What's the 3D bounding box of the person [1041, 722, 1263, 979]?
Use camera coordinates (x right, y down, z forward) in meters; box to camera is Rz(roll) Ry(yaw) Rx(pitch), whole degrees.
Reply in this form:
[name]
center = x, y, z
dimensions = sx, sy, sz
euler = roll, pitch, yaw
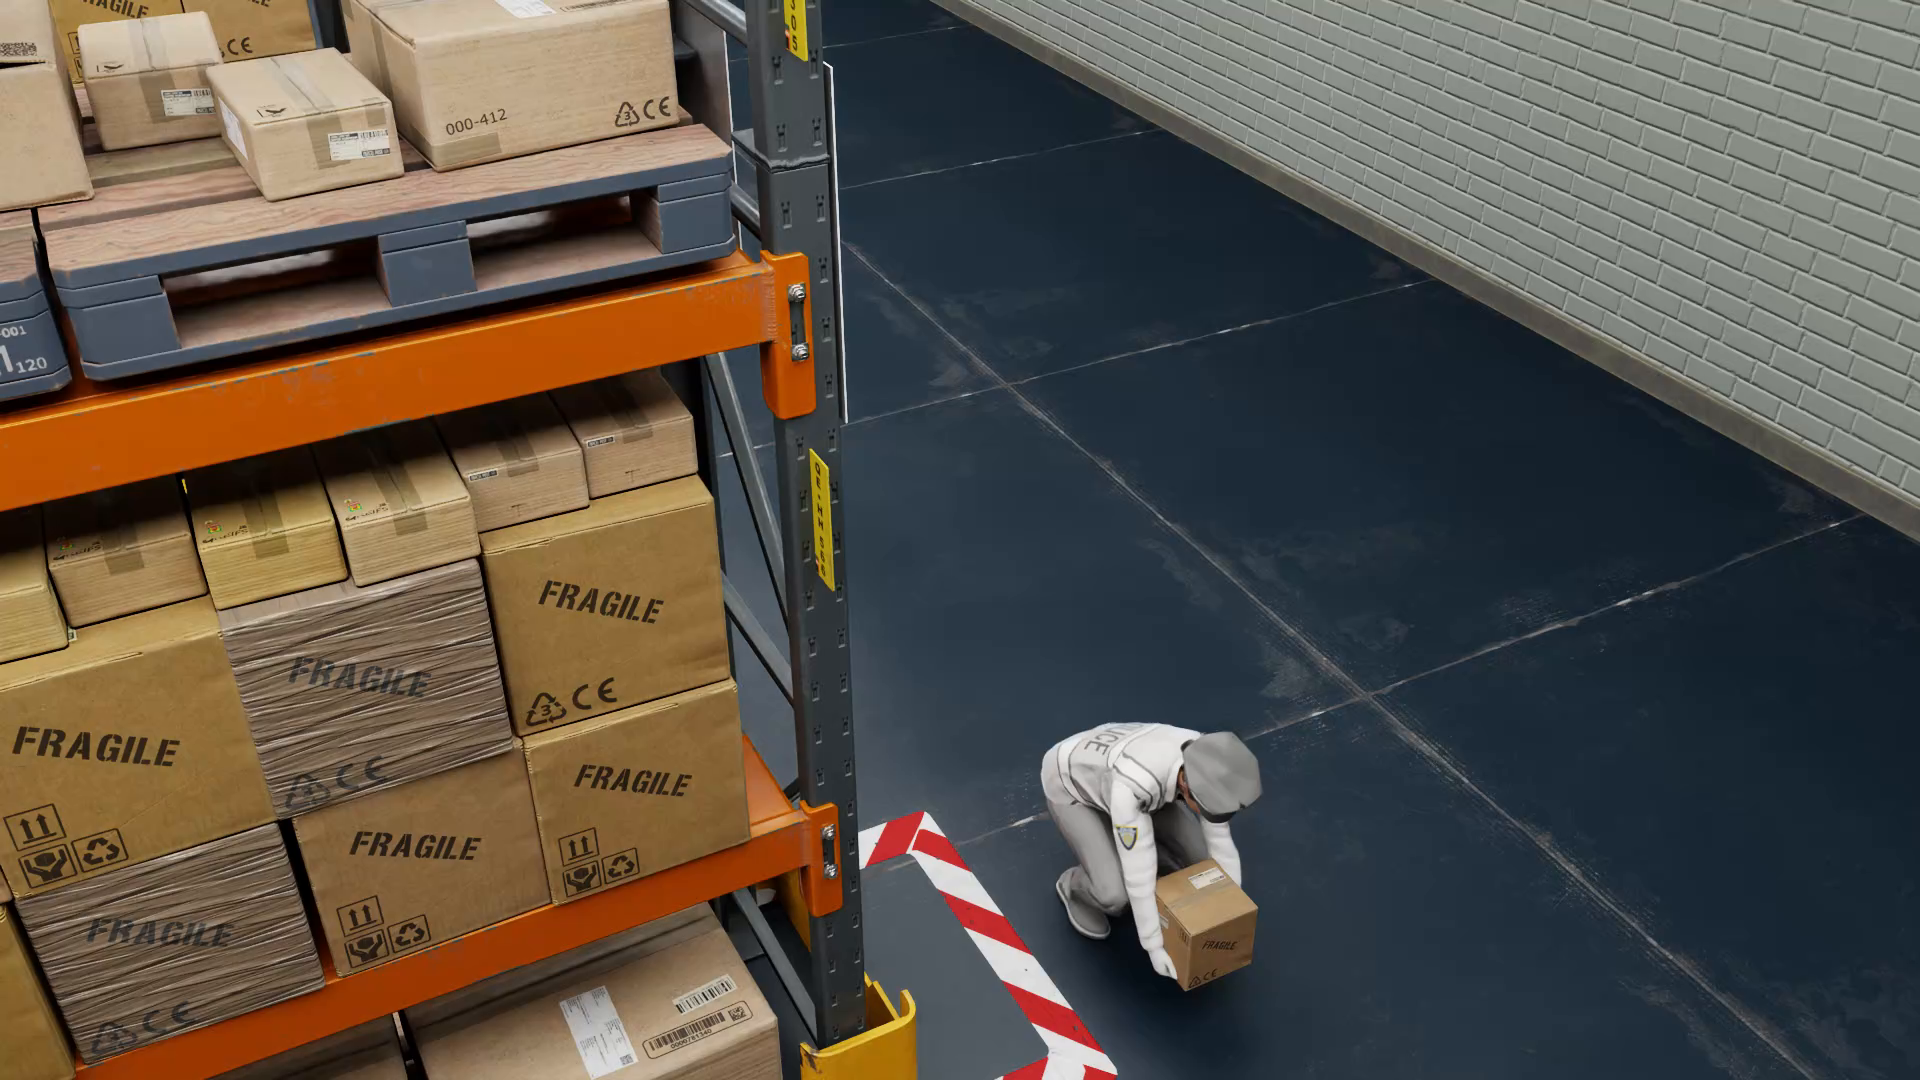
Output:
[person]
center = 0.606, 0.911, 5.384
dimensions = 0.462, 0.983, 0.842
euler = -17, 37, -24
